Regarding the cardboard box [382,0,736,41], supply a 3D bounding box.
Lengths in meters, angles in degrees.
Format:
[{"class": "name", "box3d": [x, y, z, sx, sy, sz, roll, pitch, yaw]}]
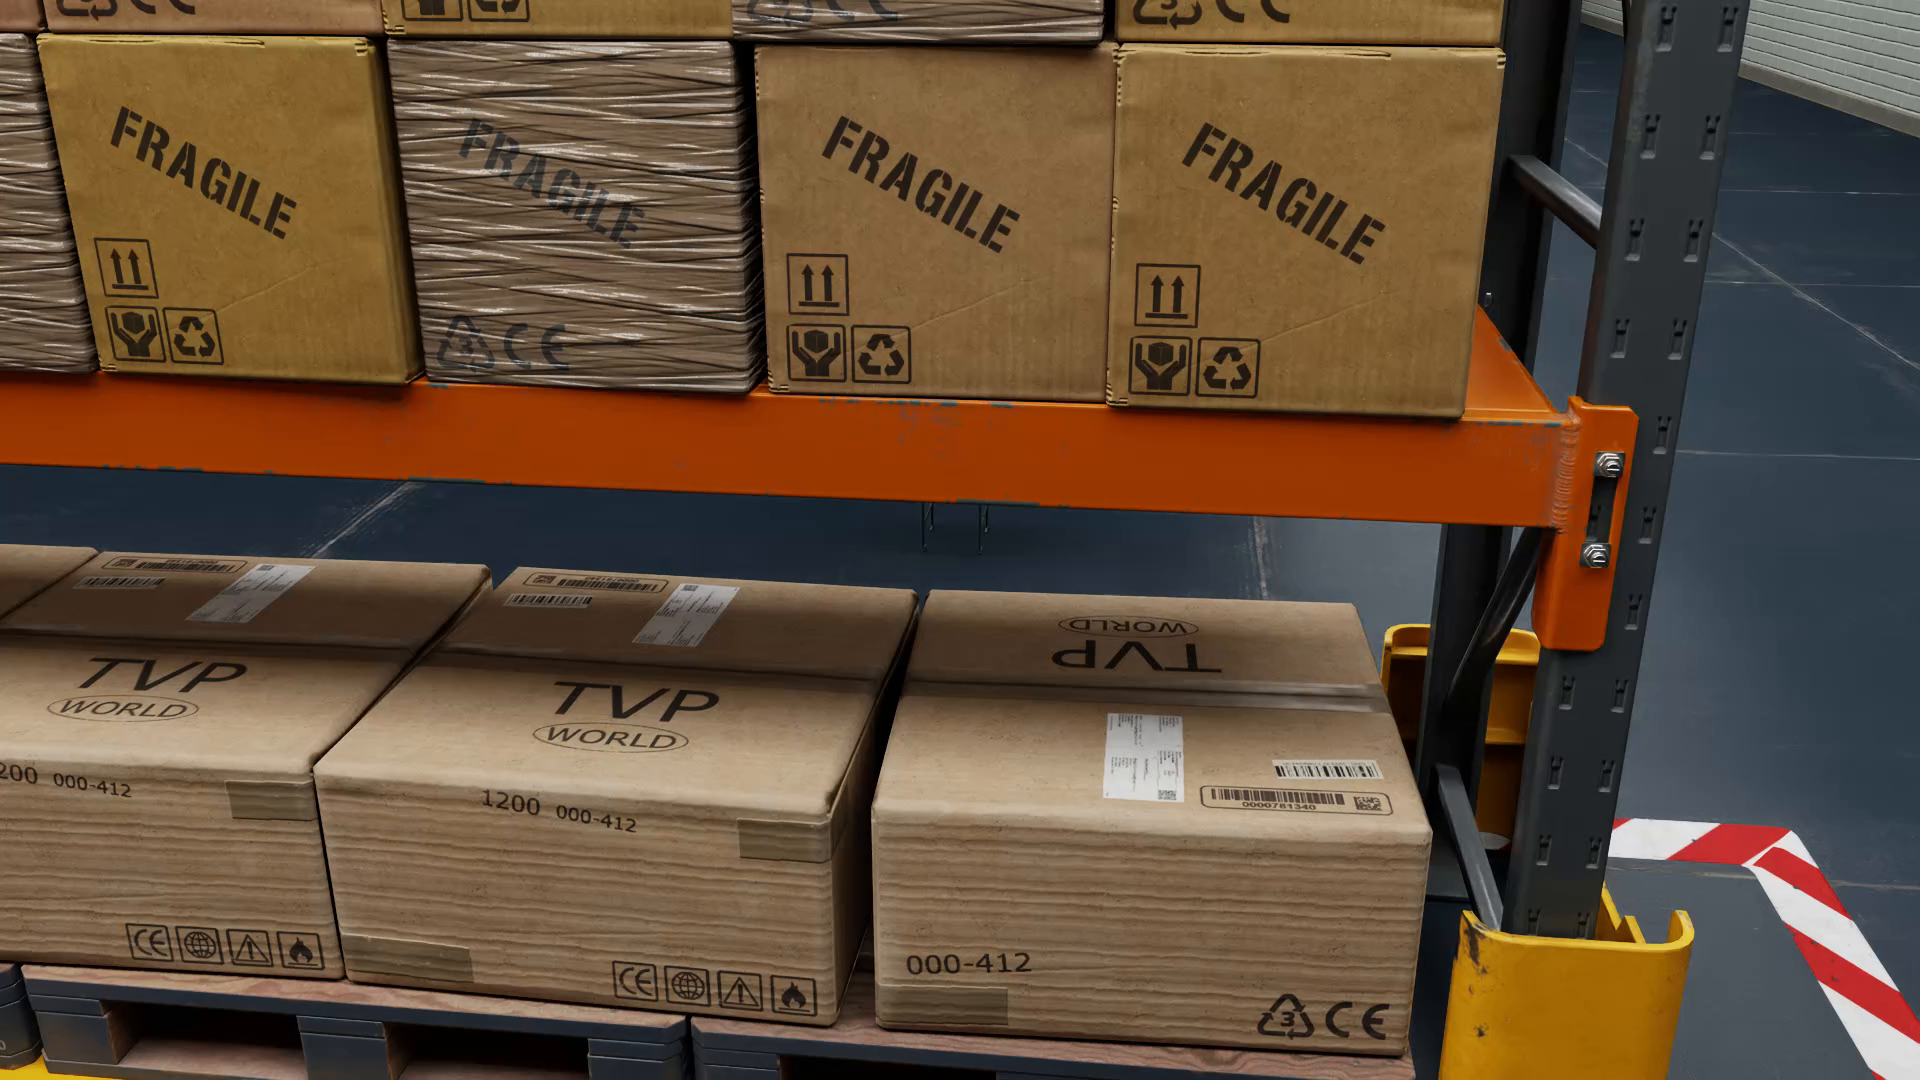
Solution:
[{"class": "cardboard box", "box3d": [-0.522, -1.010, 2.418, 0.500, 0.500, 0.500, 2, 22, 6]}]

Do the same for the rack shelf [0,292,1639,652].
[{"class": "rack shelf", "box3d": [-0.988, -0.282, 3.051, 4.000, 0.370, 1.077, 2, 22, 6]}]

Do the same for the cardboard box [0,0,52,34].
[{"class": "cardboard box", "box3d": [-1.522, -1.055, 2.532, 0.500, 0.500, 0.500, 3, 22, 7]}]

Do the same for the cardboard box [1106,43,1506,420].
[{"class": "cardboard box", "box3d": [0.488, -0.501, 2.490, 0.500, 0.500, 0.500, 3, 22, 7]}]

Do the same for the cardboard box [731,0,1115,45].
[{"class": "cardboard box", "box3d": [-0.031, -0.987, 2.361, 0.500, 0.500, 0.500, 3, 22, 6]}]

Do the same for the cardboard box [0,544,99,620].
[{"class": "cardboard box", "box3d": [-2.364, 0.360, 3.364, 0.875, 0.438, 0.875, 2, 22, 6]}]

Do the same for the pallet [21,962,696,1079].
[{"class": "pallet", "box3d": [-1.014, 0.707, 3.364, 1.213, 0.211, 1.003, 2, 22, 6]}]

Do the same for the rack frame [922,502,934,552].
[{"class": "rack frame", "box3d": [-0.105, -0.563, 5.231, 0.006, 1.200, 0.240, 2, 22, 6]}]

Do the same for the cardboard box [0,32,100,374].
[{"class": "cardboard box", "box3d": [-1.547, -0.586, 2.707, 0.500, 0.500, 0.500, 3, 22, 7]}]

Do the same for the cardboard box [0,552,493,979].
[{"class": "cardboard box", "box3d": [-1.474, 0.398, 3.267, 0.875, 0.438, 0.875, 2, 22, 5]}]

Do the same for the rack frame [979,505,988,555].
[{"class": "rack frame", "box3d": [0.076, -0.555, 5.211, 0.006, 1.200, 0.240, 2, 22, 6]}]

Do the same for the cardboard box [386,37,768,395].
[{"class": "cardboard box", "box3d": [-0.521, -0.546, 2.606, 0.500, 0.500, 0.500, 3, 22, 8]}]

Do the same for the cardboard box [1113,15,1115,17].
[{"class": "cardboard box", "box3d": [0.049, -0.714, 3.029, 0.500, 0.500, 0.500, 2, 22, 6]}]

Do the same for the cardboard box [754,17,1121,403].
[{"class": "cardboard box", "box3d": [-0.009, -0.528, 2.559, 0.500, 0.500, 0.500, 2, 22, 5]}]

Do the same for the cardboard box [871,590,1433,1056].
[{"class": "cardboard box", "box3d": [0.331, 0.474, 3.074, 0.875, 0.438, 0.875, 2, 22, 4]}]

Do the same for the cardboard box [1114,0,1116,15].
[{"class": "cardboard box", "box3d": [0.041, -1.186, 2.864, 0.500, 0.500, 0.500, 2, 22, 5]}]

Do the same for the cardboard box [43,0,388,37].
[{"class": "cardboard box", "box3d": [-1.021, -1.032, 2.475, 0.500, 0.500, 0.500, 2, 22, 6]}]

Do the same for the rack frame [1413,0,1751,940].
[{"class": "rack frame", "box3d": [0.998, -0.530, 2.700, 0.127, 3.000, 1.000, 2, 22, 6]}]

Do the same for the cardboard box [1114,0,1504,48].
[{"class": "cardboard box", "box3d": [0.491, -0.975, 2.331, 0.500, 0.500, 0.500, 3, 22, 8]}]

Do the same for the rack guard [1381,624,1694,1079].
[{"class": "rack guard", "box3d": [1.022, 0.634, 3.157, 0.348, 0.500, 1.175, 2, 22, 6]}]

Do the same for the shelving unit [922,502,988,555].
[{"class": "shelving unit", "box3d": [-0.014, -0.559, 5.221, 0.189, 1.200, 0.258, 2, 22, 6]}]

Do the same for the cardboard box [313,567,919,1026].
[{"class": "cardboard box", "box3d": [-0.579, 0.438, 3.166, 0.875, 0.438, 0.875, 3, 22, 8]}]

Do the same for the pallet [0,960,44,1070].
[{"class": "pallet", "box3d": [-2.229, 0.655, 3.495, 1.213, 0.211, 1.003, 2, 22, 6]}]

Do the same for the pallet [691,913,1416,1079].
[{"class": "pallet", "box3d": [0.195, 0.761, 3.228, 1.213, 0.211, 1.003, 2, 22, 6]}]

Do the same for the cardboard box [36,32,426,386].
[{"class": "cardboard box", "box3d": [-1.035, -0.564, 2.651, 0.500, 0.500, 0.500, 3, 22, 8]}]
